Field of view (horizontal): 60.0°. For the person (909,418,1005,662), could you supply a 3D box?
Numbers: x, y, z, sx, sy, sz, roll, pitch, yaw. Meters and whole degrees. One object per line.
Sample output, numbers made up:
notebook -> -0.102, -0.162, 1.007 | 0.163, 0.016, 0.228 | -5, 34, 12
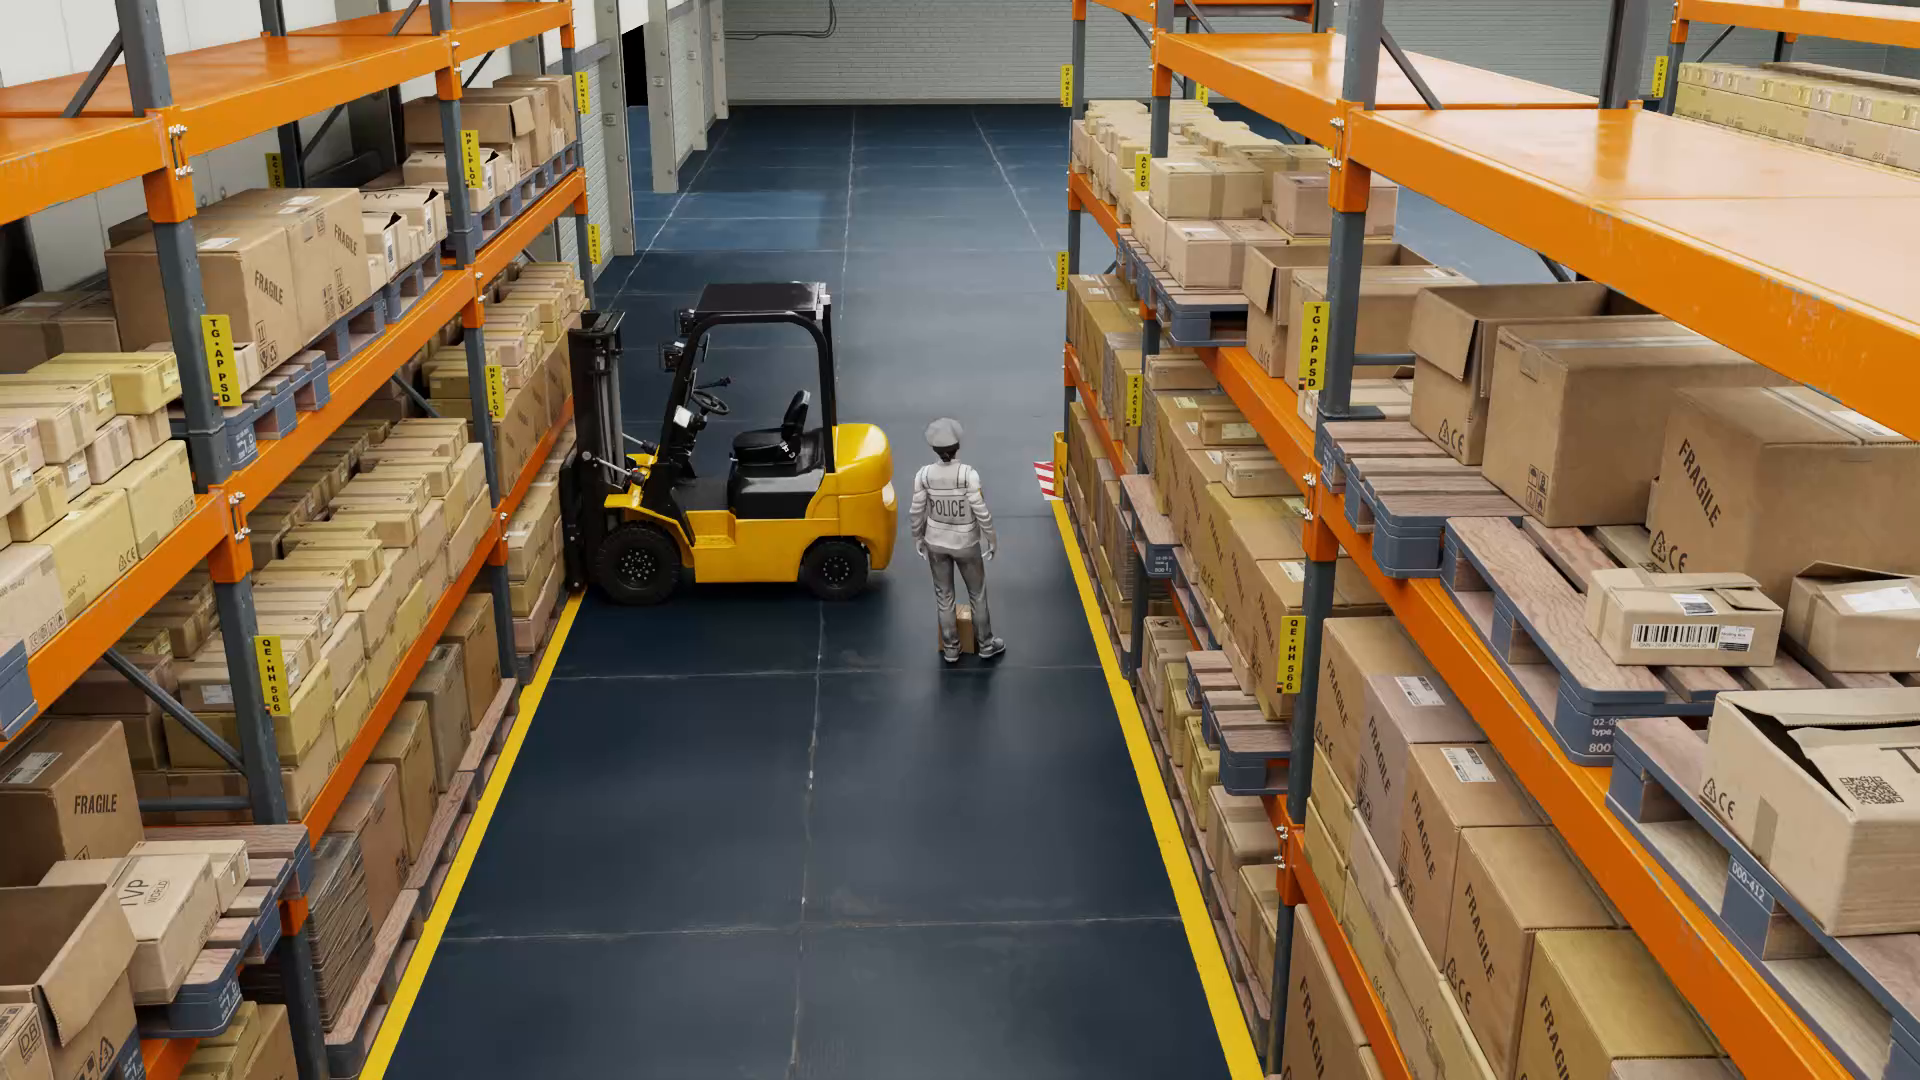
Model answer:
person -> -0.025, -0.003, 11.013 | 0.588, 1.696, 0.531 | 6, 21, 15
